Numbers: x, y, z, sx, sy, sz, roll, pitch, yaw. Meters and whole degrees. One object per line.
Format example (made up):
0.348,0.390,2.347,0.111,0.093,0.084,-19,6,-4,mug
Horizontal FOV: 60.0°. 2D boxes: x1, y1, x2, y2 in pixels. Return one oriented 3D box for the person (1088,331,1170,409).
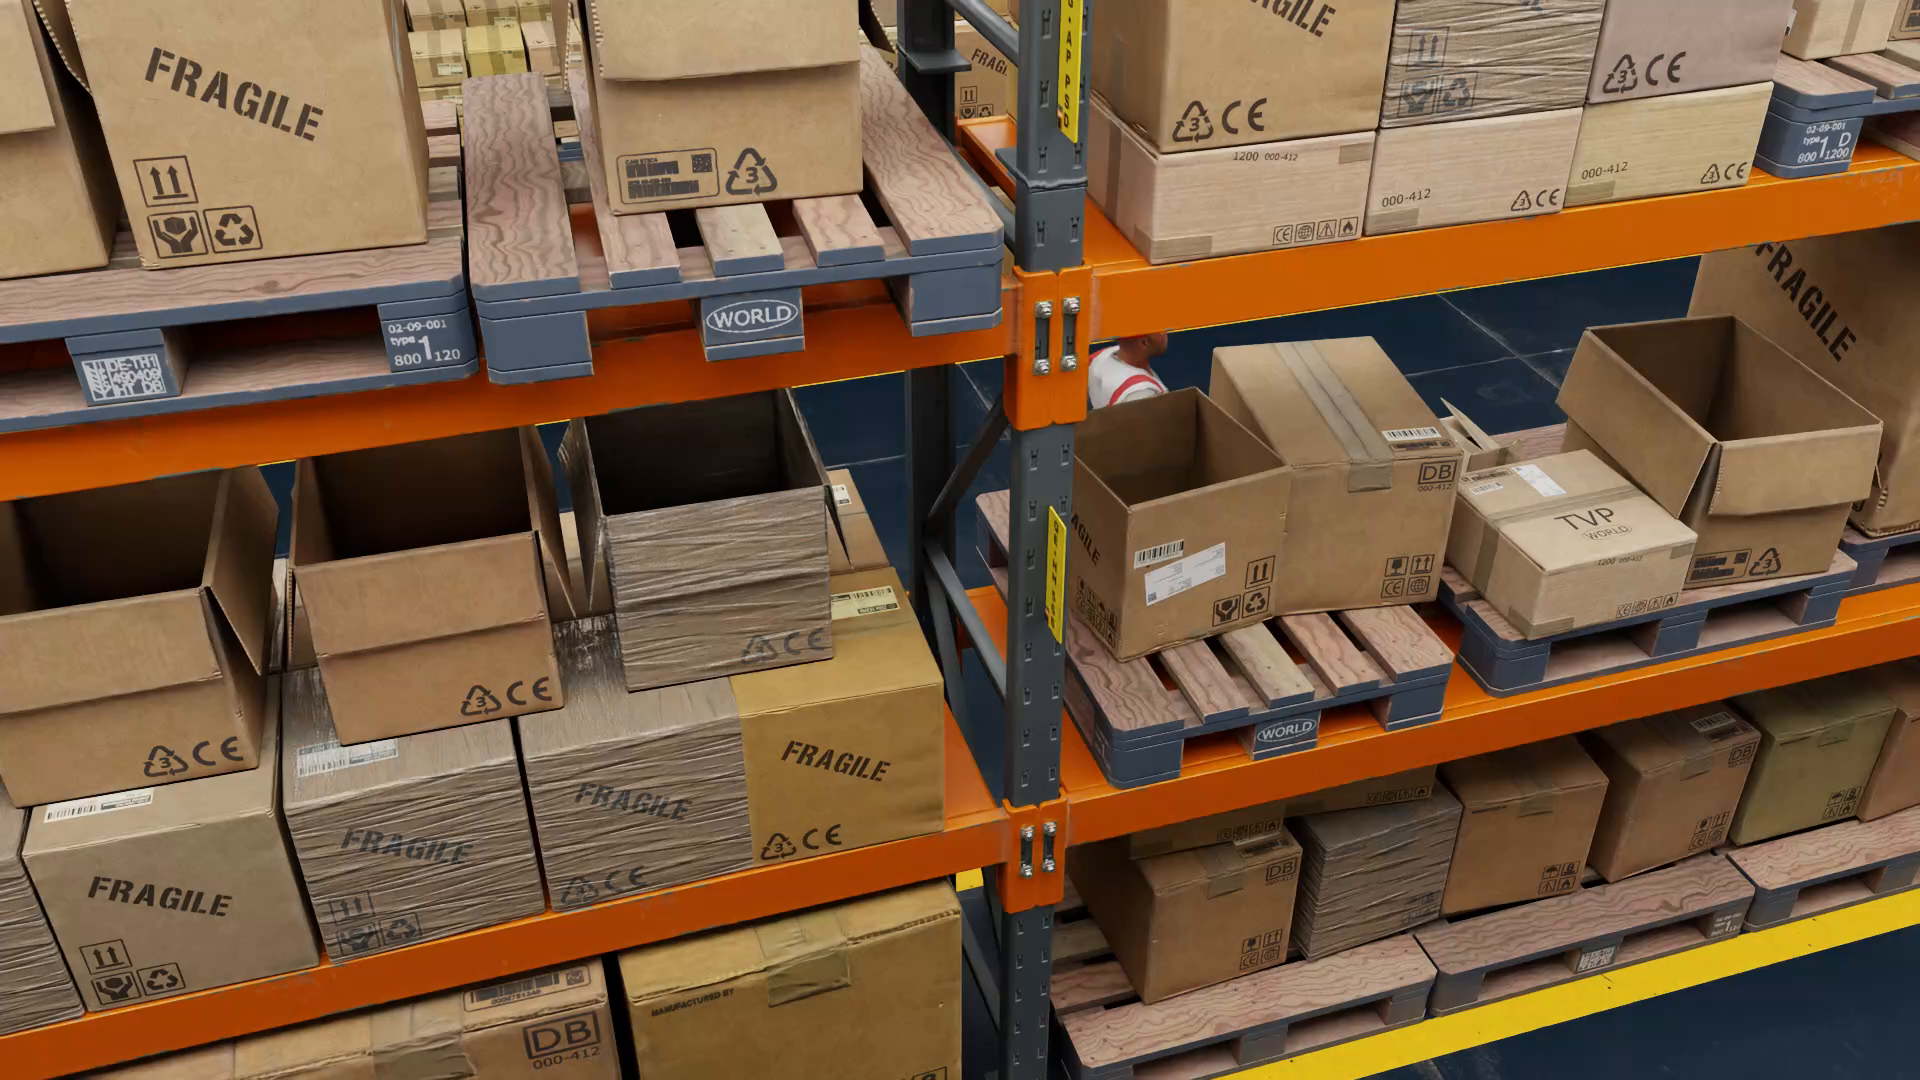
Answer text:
0.703,-0.107,6.349,0.422,1.860,0.616,-10,35,-14,person
